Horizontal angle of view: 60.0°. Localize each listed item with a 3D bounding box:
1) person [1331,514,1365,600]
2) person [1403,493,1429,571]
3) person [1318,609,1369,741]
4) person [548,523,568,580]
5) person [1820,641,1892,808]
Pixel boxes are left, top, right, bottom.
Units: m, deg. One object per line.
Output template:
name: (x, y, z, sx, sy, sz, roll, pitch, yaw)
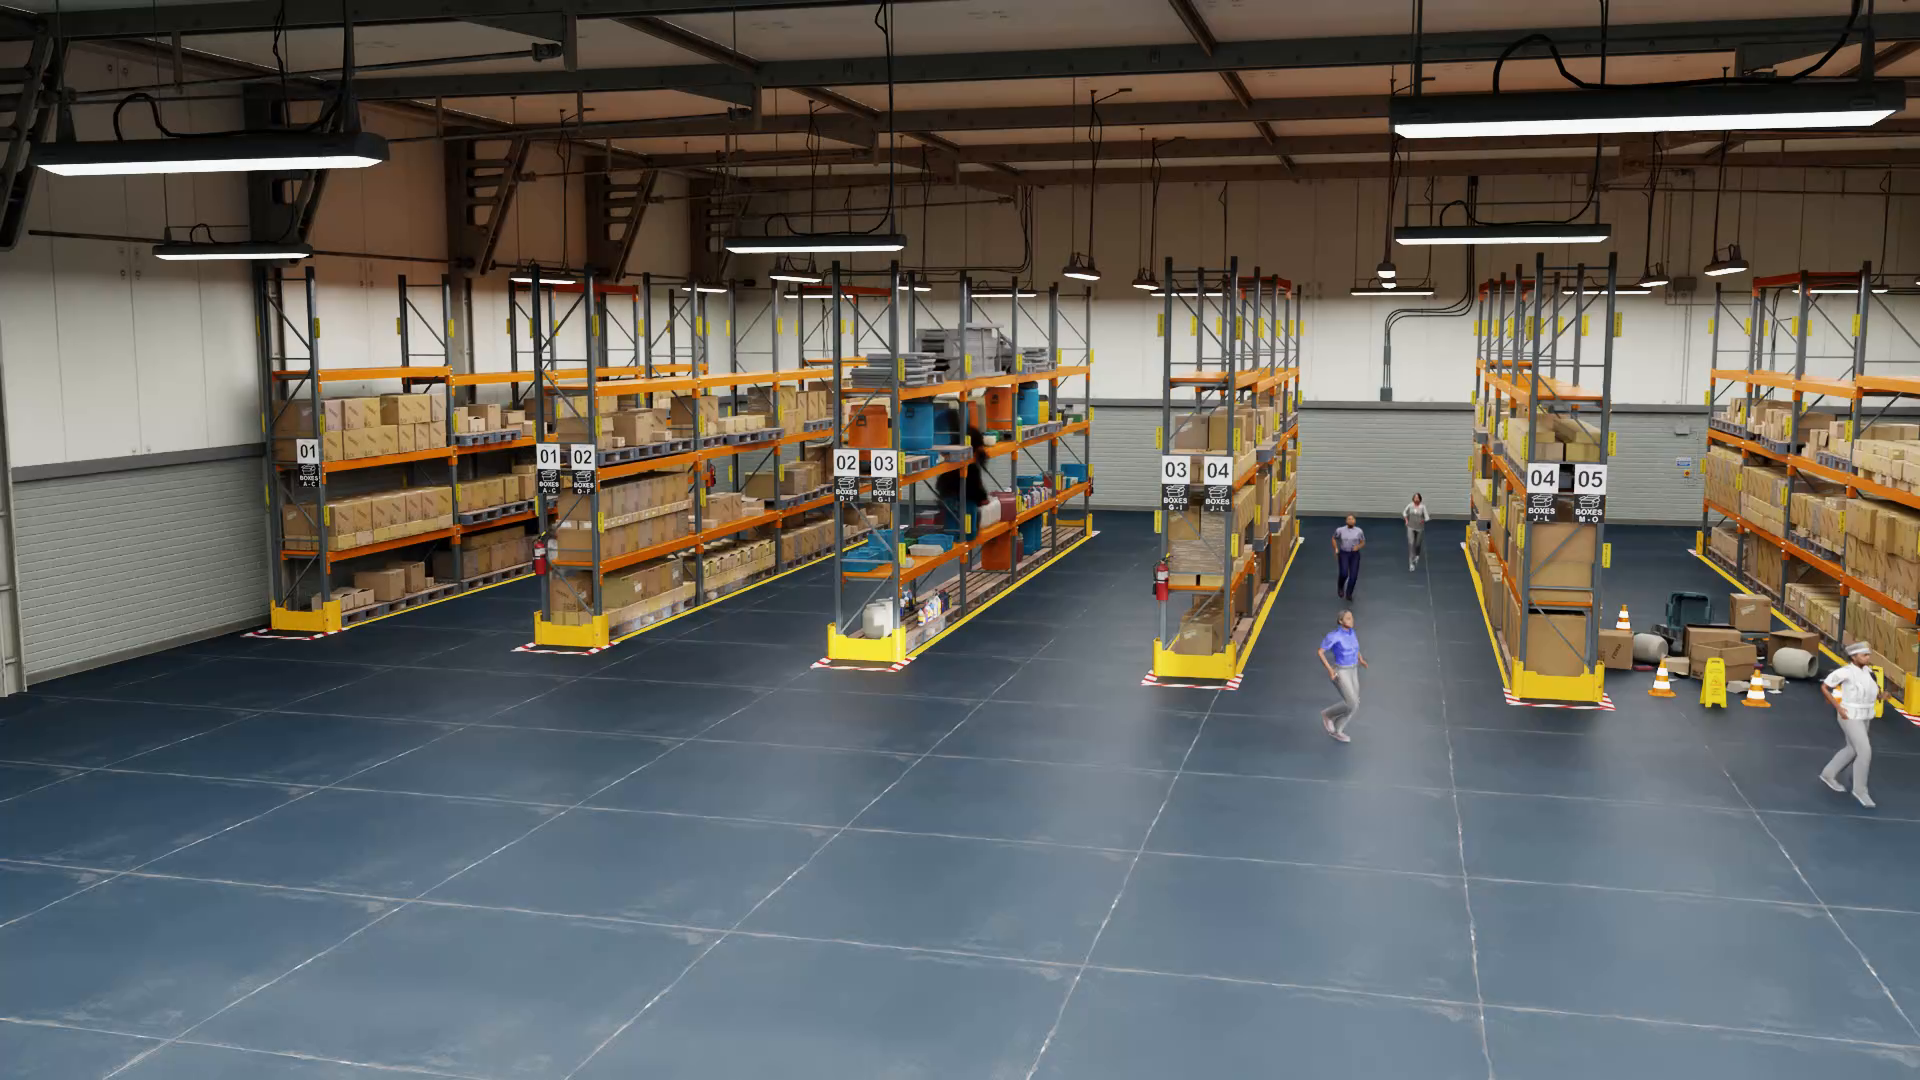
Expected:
person: (7.159, 0.323, 30.606, 0.593, 1.606, 0.574, 1, 7, 5)
person: (9.508, -0.194, 34.708, 0.541, 1.604, 0.877, 2, 8, 18)
person: (4.704, 1.653, 20.223, 0.575, 1.616, 0.549, -6, 9, -39)
person: (-7.080, 0.511, 29.132, 0.603, 1.617, 0.571, 1, 7, 11)
person: (9.512, 1.930, 17.682, 0.559, 1.753, 0.713, -4, 8, -31)
